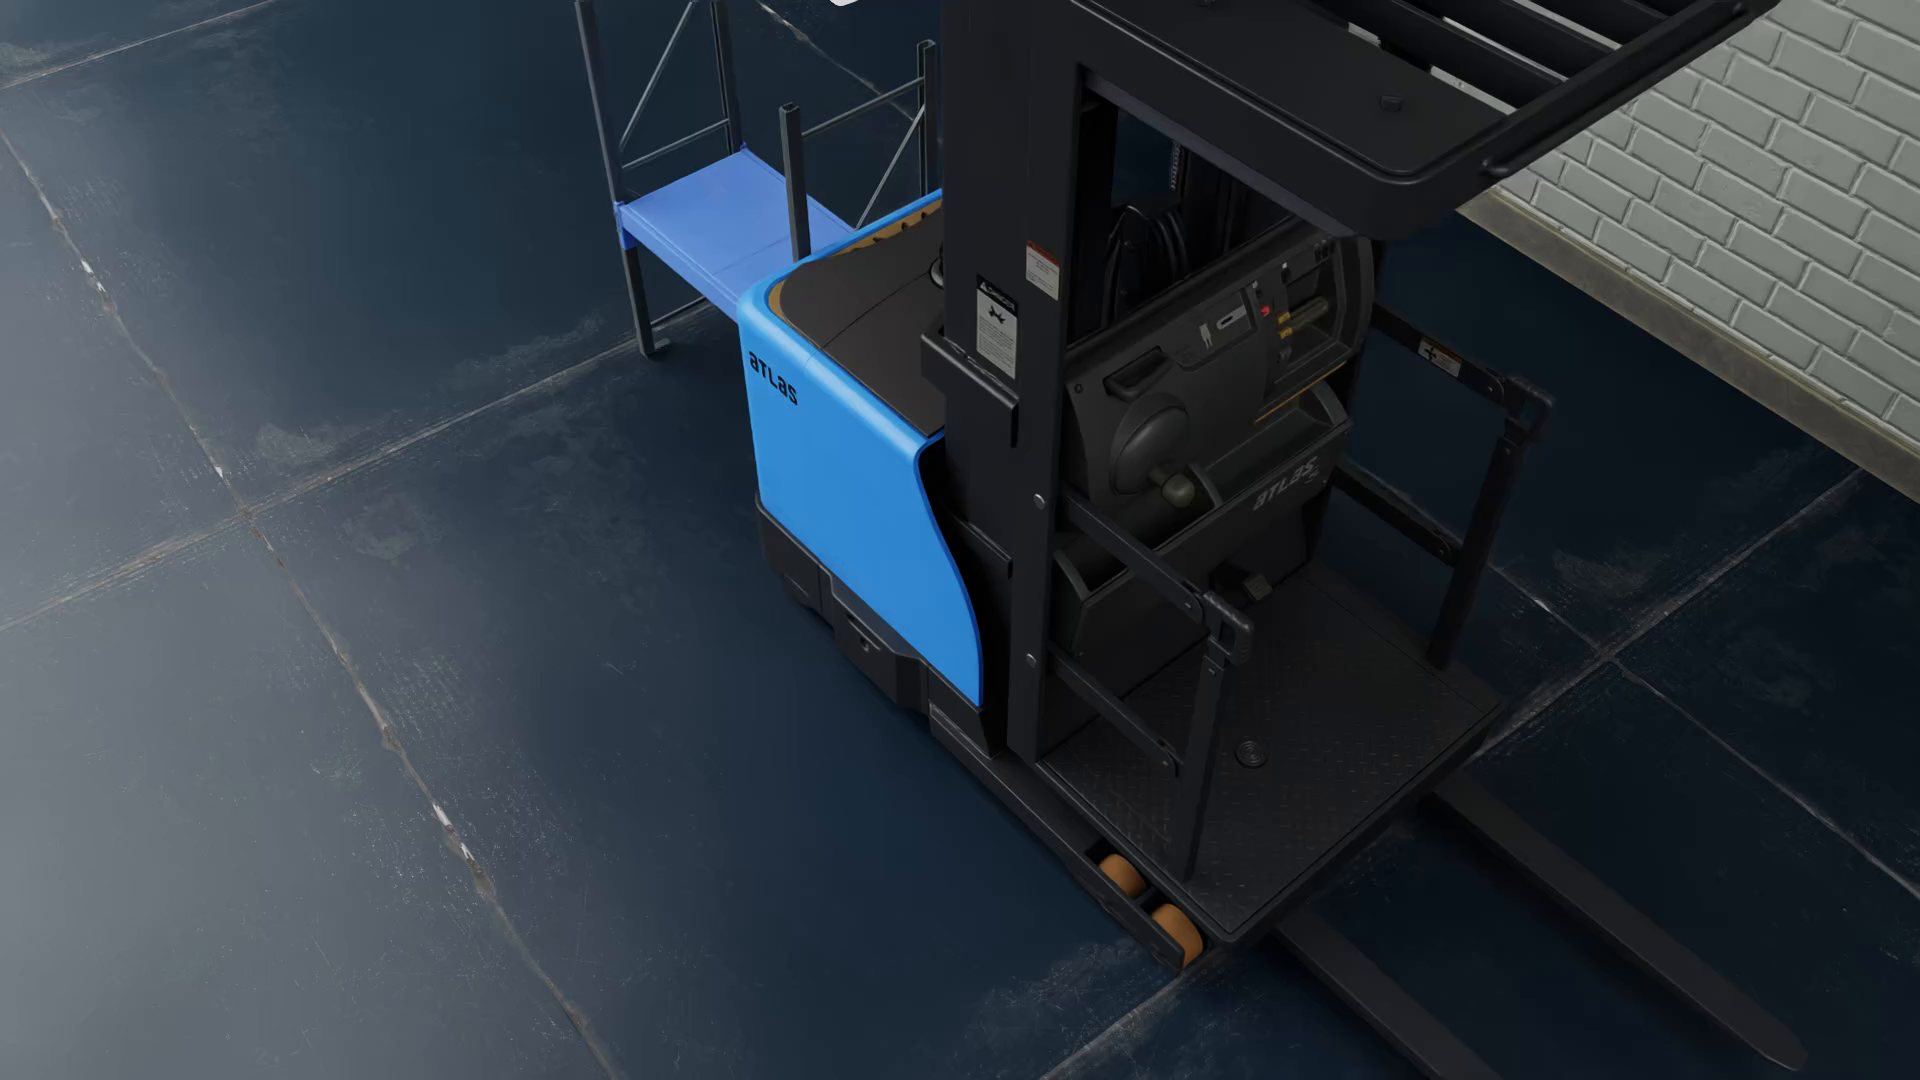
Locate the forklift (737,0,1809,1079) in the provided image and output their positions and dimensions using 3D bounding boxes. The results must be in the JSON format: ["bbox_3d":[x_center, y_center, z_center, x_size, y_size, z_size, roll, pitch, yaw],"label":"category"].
[{"bbox_3d":[0.732,-0.322,3.564,1.130,2.935,3.031,-33,56,-26],"label":"forklift"}]

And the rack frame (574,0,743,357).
[{"bbox_3d":[-0.925,-1.275,5.394,0.500,1.500,0.032,-33,56,-26],"label":"rack frame"}]

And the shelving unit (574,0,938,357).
[{"bbox_3d":[-0.593,-0.990,5.135,0.538,1.500,1.048,-33,56,-26],"label":"shelving unit"}]

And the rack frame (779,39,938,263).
[{"bbox_3d":[-0.261,-0.705,4.877,0.500,1.500,0.032,-33,56,-26],"label":"rack frame"}]

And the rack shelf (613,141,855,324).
[{"bbox_3d":[-0.593,-0.869,5.268,0.538,0.185,1.000,-33,56,-26],"label":"rack shelf"}]
